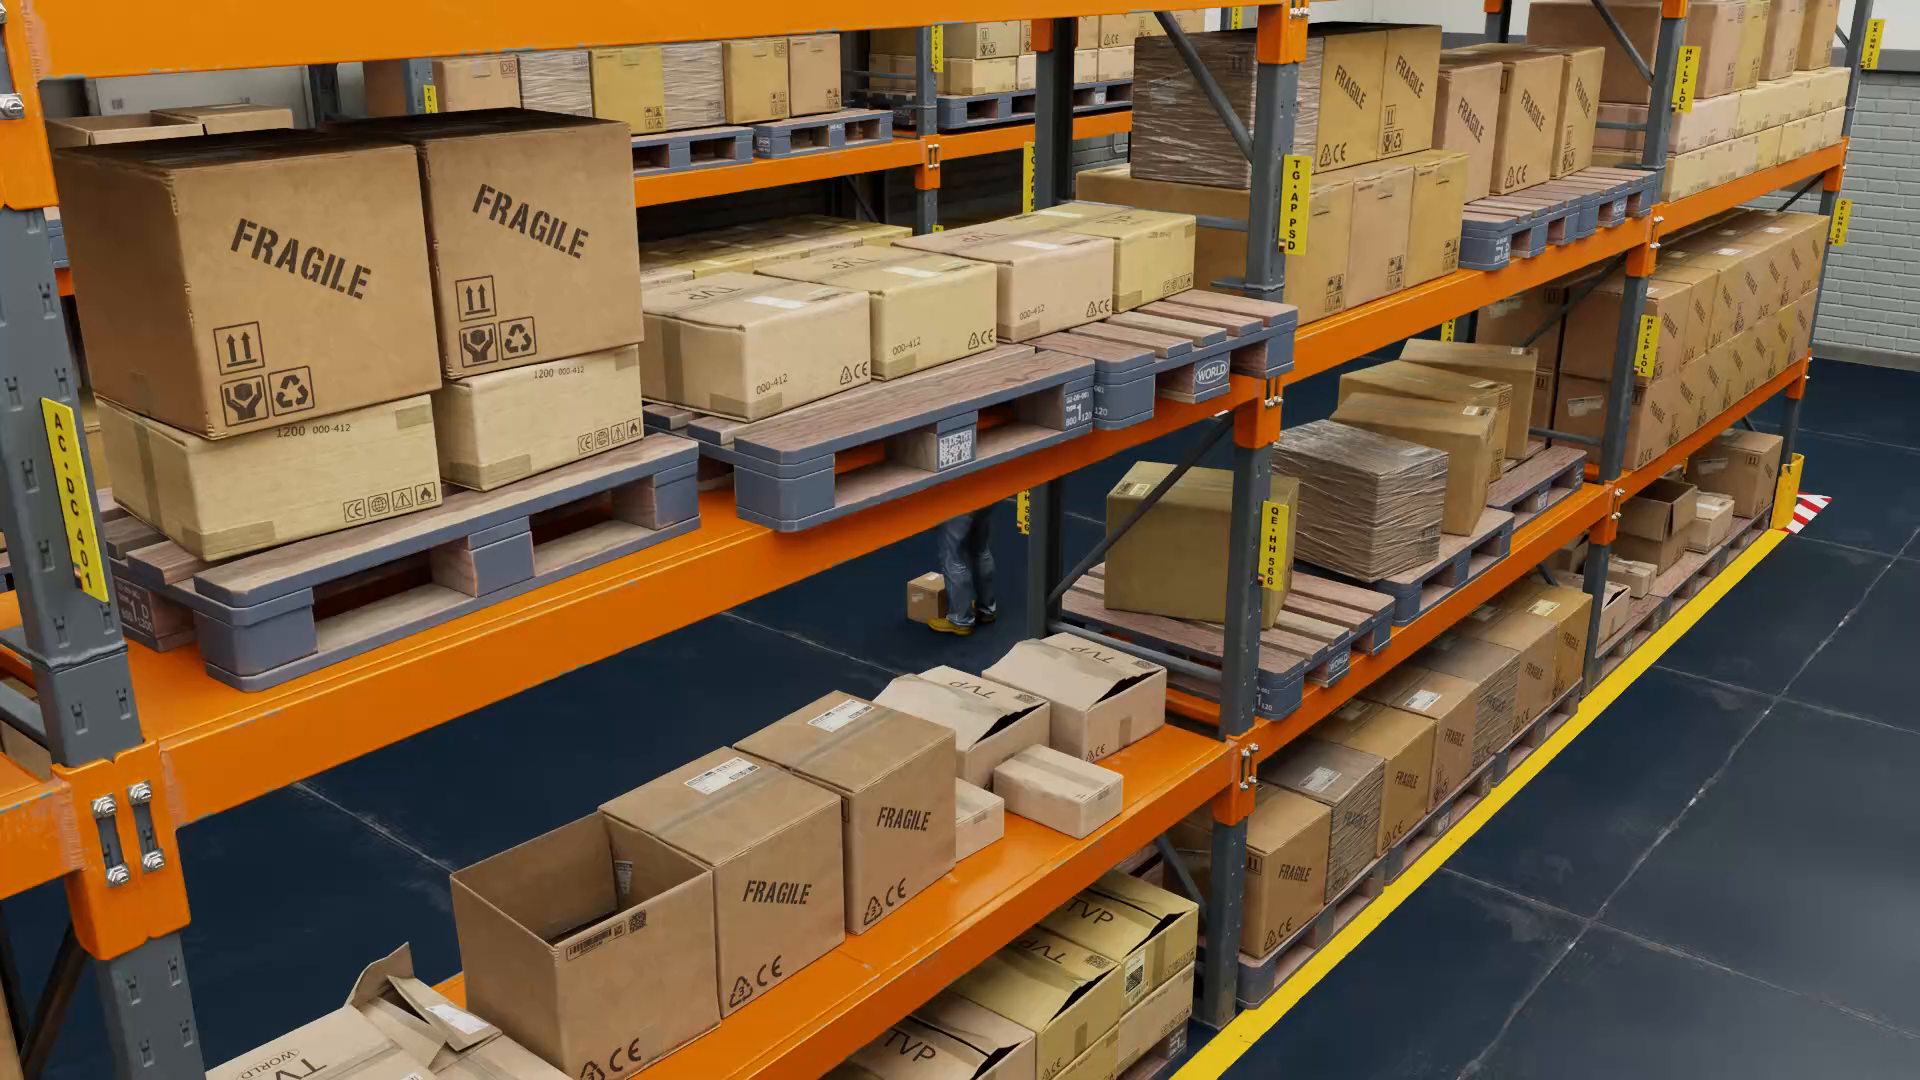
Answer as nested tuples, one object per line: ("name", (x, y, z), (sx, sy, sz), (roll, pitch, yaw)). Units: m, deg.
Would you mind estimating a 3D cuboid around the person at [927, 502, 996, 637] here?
("person", (0.024, -0.282, 10.320), (0.460, 1.760, 0.627), (16, 25, 37))
